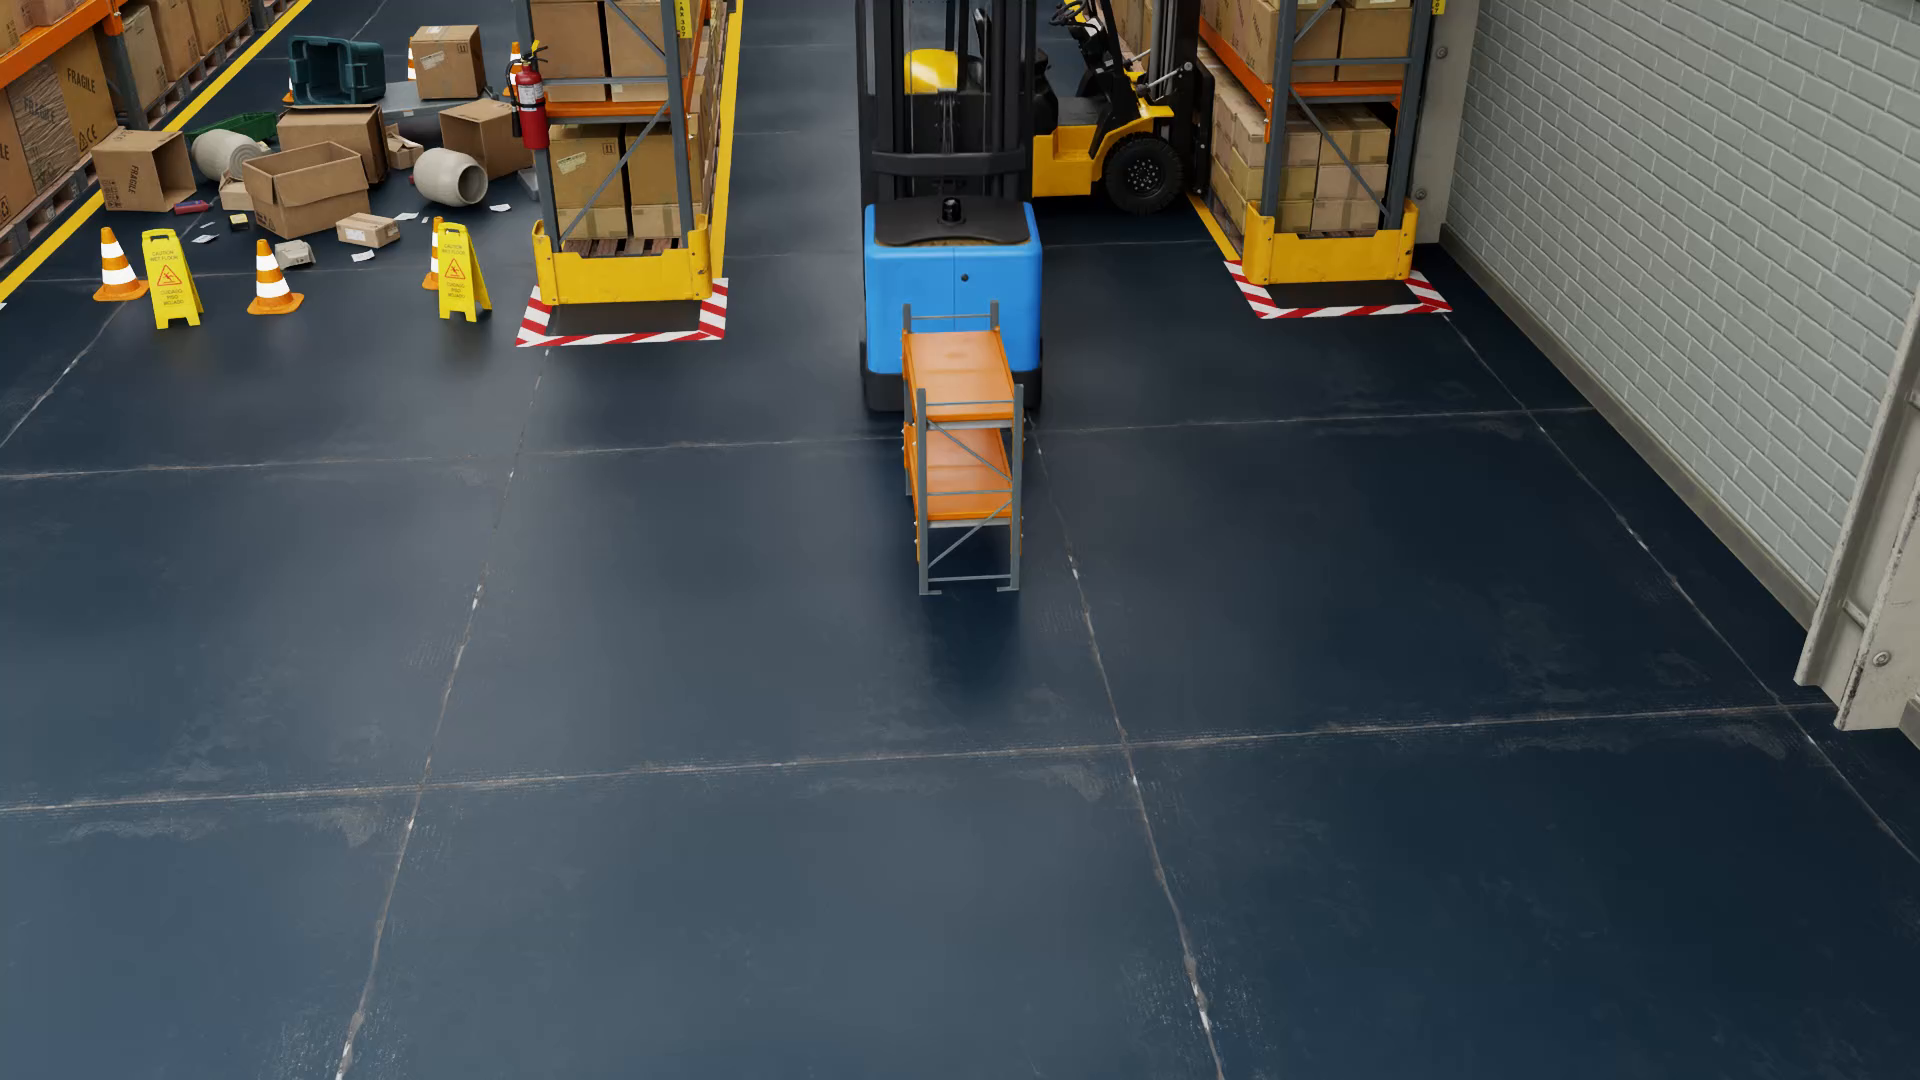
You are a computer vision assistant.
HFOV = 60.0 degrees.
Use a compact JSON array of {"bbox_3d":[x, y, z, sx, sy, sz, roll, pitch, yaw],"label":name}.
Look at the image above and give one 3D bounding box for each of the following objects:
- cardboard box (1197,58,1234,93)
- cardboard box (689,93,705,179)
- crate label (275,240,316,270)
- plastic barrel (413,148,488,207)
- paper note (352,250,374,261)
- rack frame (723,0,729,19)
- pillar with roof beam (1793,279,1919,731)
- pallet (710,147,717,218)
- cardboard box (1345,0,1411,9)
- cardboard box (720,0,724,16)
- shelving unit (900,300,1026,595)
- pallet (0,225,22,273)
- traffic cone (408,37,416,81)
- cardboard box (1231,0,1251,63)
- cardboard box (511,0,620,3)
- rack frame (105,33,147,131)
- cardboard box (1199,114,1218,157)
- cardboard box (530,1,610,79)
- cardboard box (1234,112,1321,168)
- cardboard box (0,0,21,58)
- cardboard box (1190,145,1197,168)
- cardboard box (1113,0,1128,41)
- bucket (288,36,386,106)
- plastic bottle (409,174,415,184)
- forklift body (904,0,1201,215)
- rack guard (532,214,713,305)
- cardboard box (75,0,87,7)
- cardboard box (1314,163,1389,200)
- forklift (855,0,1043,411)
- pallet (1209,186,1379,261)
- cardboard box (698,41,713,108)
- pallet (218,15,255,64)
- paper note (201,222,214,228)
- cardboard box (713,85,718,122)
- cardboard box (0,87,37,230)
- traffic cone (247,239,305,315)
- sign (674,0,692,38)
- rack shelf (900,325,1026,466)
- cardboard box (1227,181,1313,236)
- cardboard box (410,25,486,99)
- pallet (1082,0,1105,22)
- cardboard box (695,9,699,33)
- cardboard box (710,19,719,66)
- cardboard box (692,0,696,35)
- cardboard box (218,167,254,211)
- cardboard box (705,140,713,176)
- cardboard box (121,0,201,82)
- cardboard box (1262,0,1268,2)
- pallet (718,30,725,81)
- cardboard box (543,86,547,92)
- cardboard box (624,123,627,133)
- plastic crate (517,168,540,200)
[{"bbox_3d":[2.121,-3.645,13.225,0.500,0.250,0.500,-3,31,-6],"label":"cardboard box"},{"bbox_3d":[-2.173,-3.006,12.397,0.500,0.500,0.500,-4,31,-6],"label":"cardboard box"},{"bbox_3d":[-4.850,-2.080,12.099,0.250,0.136,0.298,-20,36,-30],"label":"crate label"},{"bbox_3d":[-4.017,-2.856,13.118,0.512,0.421,0.421,20,36,29],"label":"plastic barrel"},{"bbox_3d":[-4.387,-2.092,12.223,0.148,0.019,0.142,-14,33,-22],"label":"paper note"},{"bbox_3d":[-3.064,-7.064,17.652,1.000,3.000,0.127,-3,31,-5],"label":"rack frame"},{"bbox_3d":[-0.269,-2.924,4.870,9.100,9.000,0.400,-3,31,-5],"label":"pillar with roof beam"},{"bbox_3d":[-2.476,-2.859,13.331,1.003,0.211,1.213,-3,31,-5],"label":"pallet"},{"bbox_3d":[2.851,-3.727,11.334,0.380,0.149,0.250,-4,31,-6],"label":"cardboard box"},{"bbox_3d":[-3.022,-5.827,17.734,0.950,0.372,0.625,-5,31,-8],"label":"cardboard box"},{"bbox_3d":[-0.001,-0.486,8.467,0.538,1.125,1.048,-3,31,-5],"label":"shelving unit"},{"bbox_3d":[-7.388,-1.898,11.722,1.003,0.211,1.213,-3,31,-5],"label":"pallet"},{"bbox_3d":[-5.223,-4.599,15.998,0.336,0.463,0.334,-3,31,-5],"label":"traffic cone"},{"bbox_3d":[2.278,-3.766,12.033,0.500,0.500,0.500,-2,31,-3],"label":"cardboard box"},{"bbox_3d":[-2.582,-3.830,10.874,0.700,0.500,0.500,-3,31,-6],"label":"cardboard box"},{"bbox_3d":[-7.610,-4.733,13.749,1.000,3.000,0.127,-3,31,-5],"label":"rack frame"},{"bbox_3d":[2.163,-3.187,12.944,0.500,0.250,0.500,-3,31,-6],"label":"cardboard box"},{"bbox_3d":[-2.642,-3.414,11.153,0.500,0.500,0.500,-3,31,-5],"label":"cardboard box"},{"bbox_3d":[2.271,-2.869,11.925,0.500,0.250,0.500,-2,31,-3],"label":"cardboard box"},{"bbox_3d":[-7.407,-3.783,12.012,0.875,0.550,0.500,-3,31,-5],"label":"cardboard box"},{"bbox_3d":[2.121,-3.218,13.485,0.500,0.250,0.500,-2,31,-3],"label":"cardboard box"},{"bbox_3d":[2.054,-5.469,16.887,0.875,0.625,0.625,-4,31,-7],"label":"cardboard box"},{"bbox_3d":[-5.301,-4.021,14.267,0.726,0.611,0.620,8,22,13],"label":"bucket"},{"bbox_3d":[-4.437,-3.012,13.733,0.133,0.061,0.283,2,31,4],"label":"plastic bottle"},{"bbox_3d":[0.631,-3.736,12.907,2.313,2.155,1.214,-3,31,-5],"label":"forklift body"},{"bbox_3d":[-2.324,-1.945,11.520,1.175,0.500,0.348,-3,31,-5],"label":"rack guard"},{"bbox_3d":[-7.563,-4.610,13.396,0.875,0.550,0.550,-3,31,-5],"label":"cardboard box"},{"bbox_3d":[2.788,-2.684,12.103,0.500,0.250,0.500,-2,31,-4],"label":"cardboard box"},{"bbox_3d":[-0.097,-2.747,10.491,1.130,2.935,3.031,-1,31,-2],"label":"forklift"},{"bbox_3d":[2.512,-2.411,12.580,1.003,0.211,1.213,-3,31,-5],"label":"pallet"},{"bbox_3d":[-2.319,-3.795,13.719,0.500,0.500,0.500,-2,31,-4],"label":"cardboard box"},{"bbox_3d":[-7.985,-5.172,17.203,1.003,0.211,1.213,-3,31,-5],"label":"pallet"},{"bbox_3d":[-5.795,-2.425,12.800,0.032,0.001,0.123,13,33,21],"label":"paper note"},{"bbox_3d":[-2.368,-3.733,14.346,0.500,0.250,0.500,-1,31,-2],"label":"cardboard box"},{"bbox_3d":[-7.449,-2.751,12.094,0.875,0.875,0.875,-3,31,-5],"label":"cardboard box"},{"bbox_3d":[-4.715,-1.822,11.349,0.336,0.463,0.334,-3,31,-5],"label":"traffic cone"},{"bbox_3d":[-1.777,-3.378,10.635,0.100,0.325,0.005,-3,31,-5],"label":"sign"},{"bbox_3d":[-0.001,-0.738,8.317,0.538,0.278,1.000,-3,31,-5],"label":"rack shelf"},{"bbox_3d":[2.266,-2.444,12.189,0.500,0.250,0.500,-3,31,-4],"label":"cardboard box"},{"bbox_3d":[-4.460,-4.173,14.511,0.500,0.500,0.500,-3,31,-5],"label":"cardboard box"},{"bbox_3d":[1.915,-5.685,18.061,1.003,0.211,1.213,-3,31,-5],"label":"pallet"},{"bbox_3d":[-2.205,-3.984,12.741,0.380,0.149,0.250,-2,31,-4],"label":"cardboard box"},{"bbox_3d":[-2.813,-4.709,15.861,0.950,0.372,0.625,-1,31,-1],"label":"cardboard box"},{"bbox_3d":[-2.185,-3.930,12.017,0.500,0.500,0.500,-3,31,-6],"label":"cardboard box"},{"bbox_3d":[-5.615,-2.770,13.129,0.396,0.266,0.258,2,31,4],"label":"cardboard box"},{"bbox_3d":[-2.221,-2.944,13.025,0.500,0.250,0.500,-1,31,-1],"label":"cardboard box"},{"bbox_3d":[-7.843,-4.753,15.567,1.050,0.750,0.750,-3,31,-5],"label":"cardboard box"},{"bbox_3d":[2.260,-3.834,11.513,0.380,0.149,0.250,-2,31,-4],"label":"cardboard box"},{"bbox_3d":[-2.882,-4.847,16.658,1.003,0.211,1.213,-3,31,-5],"label":"pallet"},{"bbox_3d":[-2.699,-3.177,11.388,0.380,0.149,0.250,-3,31,-5],"label":"cardboard box"},{"bbox_3d":[-2.704,-2.964,12.328,0.500,0.500,0.500,-2,31,-3],"label":"cardboard box"},{"bbox_3d":[-3.360,-2.928,13.574,0.402,0.080,0.583,-14,33,-22],"label":"plastic crate"}]
